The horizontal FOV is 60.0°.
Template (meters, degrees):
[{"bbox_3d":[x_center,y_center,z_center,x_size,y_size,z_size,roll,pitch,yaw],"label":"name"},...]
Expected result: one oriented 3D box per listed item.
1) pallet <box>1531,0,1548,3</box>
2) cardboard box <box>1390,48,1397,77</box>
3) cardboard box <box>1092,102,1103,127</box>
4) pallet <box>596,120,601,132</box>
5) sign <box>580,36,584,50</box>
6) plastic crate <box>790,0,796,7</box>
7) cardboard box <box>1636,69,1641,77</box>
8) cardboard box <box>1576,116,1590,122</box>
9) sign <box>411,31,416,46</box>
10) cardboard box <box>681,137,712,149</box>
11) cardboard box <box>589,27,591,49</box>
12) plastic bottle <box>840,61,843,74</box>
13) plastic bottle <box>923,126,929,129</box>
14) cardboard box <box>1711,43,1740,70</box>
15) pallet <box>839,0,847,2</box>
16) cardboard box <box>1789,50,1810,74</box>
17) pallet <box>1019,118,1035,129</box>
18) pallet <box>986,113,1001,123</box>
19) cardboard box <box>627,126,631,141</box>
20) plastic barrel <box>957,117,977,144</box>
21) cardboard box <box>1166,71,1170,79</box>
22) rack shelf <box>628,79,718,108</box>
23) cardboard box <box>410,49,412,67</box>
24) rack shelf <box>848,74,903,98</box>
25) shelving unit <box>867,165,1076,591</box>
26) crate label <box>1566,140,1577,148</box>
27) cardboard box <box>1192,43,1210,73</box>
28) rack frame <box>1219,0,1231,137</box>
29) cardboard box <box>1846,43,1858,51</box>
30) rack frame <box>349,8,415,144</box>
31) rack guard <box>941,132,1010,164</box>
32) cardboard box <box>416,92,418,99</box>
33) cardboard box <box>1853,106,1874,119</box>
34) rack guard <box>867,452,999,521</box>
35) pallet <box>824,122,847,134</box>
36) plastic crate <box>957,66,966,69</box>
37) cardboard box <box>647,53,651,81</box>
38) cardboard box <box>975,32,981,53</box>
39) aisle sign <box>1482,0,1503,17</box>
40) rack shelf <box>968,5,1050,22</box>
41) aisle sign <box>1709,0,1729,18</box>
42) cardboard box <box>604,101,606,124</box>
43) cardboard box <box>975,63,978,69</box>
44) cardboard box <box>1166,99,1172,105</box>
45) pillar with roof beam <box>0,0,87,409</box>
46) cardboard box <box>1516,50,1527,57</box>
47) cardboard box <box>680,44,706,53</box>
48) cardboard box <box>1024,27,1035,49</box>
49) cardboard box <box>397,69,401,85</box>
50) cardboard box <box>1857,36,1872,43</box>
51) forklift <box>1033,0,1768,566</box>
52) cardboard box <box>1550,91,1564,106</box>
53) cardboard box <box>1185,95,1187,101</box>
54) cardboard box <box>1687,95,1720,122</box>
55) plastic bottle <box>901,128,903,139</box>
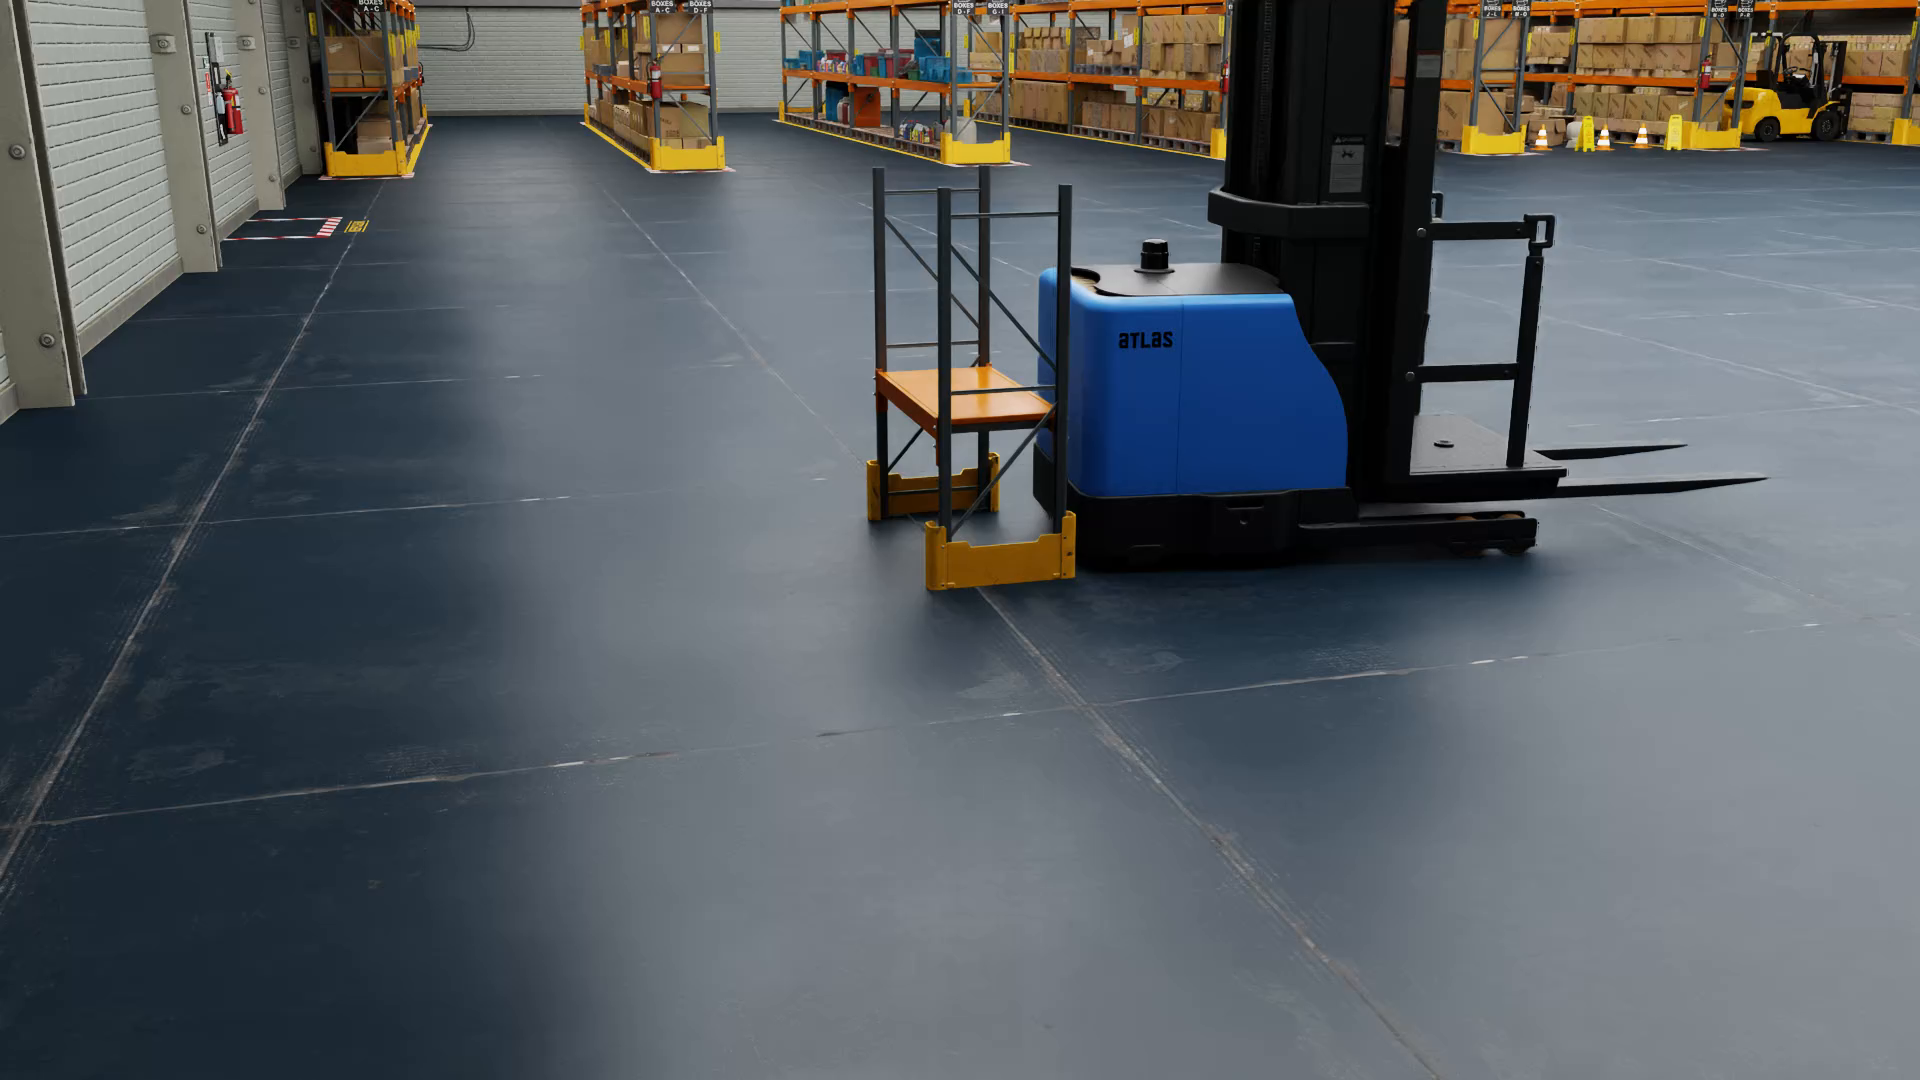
[{"bbox_3d":[13.167,-11.976,36.719,1.213,0.211,1.003,-5,17,-15],"label":"pallet"},{"bbox_3d":[9.076,-9.565,33.318,0.875,0.550,0.550,-5,17,-15],"label":"cardboard box"},{"bbox_3d":[3.262,-9.164,35.825,0.700,0.500,0.500,-6,18,-20],"label":"cardboard box"},{"bbox_3d":[-7.919,-9.665,38.761,1.003,0.211,1.213,-5,17,-15],"label":"pallet"},{"bbox_3d":[-9.352,-12.289,41.144,0.100,0.325,0.005,-5,17,-15],"label":"sign"},{"bbox_3d":[-3.911,-13.270,40.809,0.504,0.338,0.767,-5,17,-15],"label":"plastic crate"},{"bbox_3d":[13.911,-9.448,33.627,0.380,0.149,0.250,-5,17,-15],"label":"cardboard box"},{"bbox_3d":[13.424,-8.863,35.294,0.500,0.250,0.500,-6,18,-18],"label":"cardboard box"},{"bbox_3d":[-11.974,-10.980,36.417,0.100,0.325,0.005,-5,17,-15],"label":"sign"},{"bbox_3d":[-4.367,-6.542,27.565,0.500,0.250,0.500,-5,17,-15],"label":"cardboard box"},{"bbox_3d":[-8.401,-11.738,38.902,0.500,0.500,0.500,-5,17,-15],"label":"cardboard box"},{"bbox_3d":[-2.574,-10.316,36.305,0.097,0.271,0.097,0,17,0],"label":"plastic bottle"},{"bbox_3d":[-0.642,-7.487,30.634,0.152,0.276,0.135,-5,17,-15],"label":"plastic bottle"},{"bbox_3d":[14.758,-9.400,32.342,0.500,0.500,0.500,-5,17,-16],"label":"cardboard box"},{"bbox_3d":[-1.984,-11.660,35.670,1.003,0.211,1.213,-5,17,-15],"label":"pallet"},{"bbox_3d":[18.323,-10.319,35.916,0.500,0.500,0.500,-4,17,-14],"label":"cardboard box"},{"bbox_3d":[2.079,-10.050,40.042,1.003,0.211,1.213,-5,17,-15],"label":"pallet"},{"bbox_3d":[1.322,-10.812,42.579,1.003,0.211,1.213,-5,17,-15],"label":"pallet"},{"bbox_3d":[-5.925,-7.574,31.002,0.500,0.250,0.500,-5,17,-16],"label":"cardboard box"},{"bbox_3d":[0.076,-7.068,28.861,0.421,0.512,0.421,0,17,0],"label":"plastic barrel"},{"bbox_3d":[4.130,-8.833,31.579,0.380,0.149,0.250,-5,17,-15],"label":"cardboard box"},{"bbox_3d":[-4.983,-7.700,28.623,1.077,0.370,4.000,-5,17,-15],"label":"rack shelf"},{"bbox_3d":[-11.702,-10.092,34.611,0.500,0.500,0.500,-4,17,-14],"label":"cardboard box"},{"bbox_3d":[-1.318,-9.197,33.606,1.077,0.370,4.000,-5,17,-15],"label":"rack shelf"},{"bbox_3d":[0.021,-0.697,6.666,0.587,1.500,1.083,-5,17,-15],"label":"shelving unit"},{"bbox_3d":[12.013,-7.734,32.460,0.298,0.136,0.250,16,23,42],"label":"crate label"},{"bbox_3d":[4.715,-8.747,30.167,0.875,0.500,0.500,-5,17,-15],"label":"cardboard box"},{"bbox_3d":[5.093,-8.274,29.281,1.000,3.000,0.127,-5,17,-15],"label":"rack frame"},{"bbox_3d":[18.652,-10.236,34.512,0.380,0.149,0.250,-5,17,-15],"label":"cardboard box"},{"bbox_3d":[-11.394,-9.312,32.737,1.000,3.000,0.127,-5,17,-15],"label":"rack frame"},{"bbox_3d":[0.264,-6.702,28.395,1.175,0.500,0.348,-5,17,-15],"label":"rack guard"},{"bbox_3d":[-12.662,-10.201,38.186,0.380,0.149,0.250,-5,17,-17],"label":"cardboard box"},{"bbox_3d":[18.831,-8.824,34.293,0.500,0.250,0.500,-5,17,-16],"label":"cardboard box"},{"bbox_3d":[-0.116,-0.236,7.305,0.587,0.250,0.087,-5,17,-15],"label":"rack guard"},{"bbox_3d":[-2.457,-9.311,37.582,1.003,0.211,1.213,-5,17,-15],"label":"pallet"},{"bbox_3d":[-0.204,-8.633,30.735,0.499,0.251,0.616,-5,17,-15],"label":"plastic crate"},{"bbox_3d":[-4.977,-8.097,28.521,0.700,0.500,0.500,-4,17,-14],"label":"cardboard box"},{"bbox_3d":[0.705,-12.837,42.912,0.500,0.500,0.500,-5,17,-17],"label":"cardboard box"},{"bbox_3d":[9.620,-9.839,29.975,0.394,0.787,0.004,-5,17,-15],"label":"aisle sign"},{"bbox_3d":[1.245,-13.238,41.845,1.077,0.370,4.000,-5,17,-15],"label":"rack shelf"},{"bbox_3d":[14.359,-10.262,31.382,0.394,0.787,0.004,-5,17,-15],"label":"aisle sign"},{"bbox_3d":[-7.545,-9.386,36.564,0.500,0.500,0.500,-4,17,-15],"label":"cardboard box"},{"bbox_3d":[0.618,-12.313,43.166,0.380,0.149,0.250,-5,17,-17],"label":"cardboard box"},{"bbox_3d":[5.693,-11.590,44.031,0.380,0.149,0.250,-6,18,-18],"label":"cardboard box"},{"bbox_3d":[-1.133,-5.459,9.482,9.100,9.000,0.400,-5,17,-15],"label":"pillar with roof beam"},{"bbox_3d":[12.756,-11.090,37.236,0.500,0.500,0.500,-5,18,-17],"label":"cardboard box"},{"bbox_3d":[-4.334,-7.975,26.988,0.380,0.149,0.250,-5,17,-16],"label":"cardboard box"},{"bbox_3d":[1.978,-11.945,39.587,0.797,0.503,0.637,-5,17,-17],"label":"cardboard box"},{"bbox_3d":[-9.315,-7.480,26.867,0.500,0.250,0.500,-5,17,-16],"label":"cardboard box"},{"bbox_3d":[18.721,-10.308,34.236,0.380,0.149,0.250,-4,17,-14],"label":"cardboard box"},{"bbox_3d":[1.887,-1.481,6.786,3.031,2.935,1.130,-3,17,-9],"label":"forklift"},{"bbox_3d":[16.011,-11.622,44.044,0.500,0.500,0.500,-4,17,-13],"label":"cardboard box"},{"bbox_3d":[5.900,-11.437,43.004,0.380,0.149,0.250,-6,18,-18],"label":"cardboard box"},{"bbox_3d":[14.658,-8.552,32.954,0.500,0.500,0.500,-5,18,-17],"label":"cardboard box"},{"bbox_3d":[-1.075,-7.708,31.498,0.097,0.201,0.097,0,17,0],"label":"plastic bottle"}]
